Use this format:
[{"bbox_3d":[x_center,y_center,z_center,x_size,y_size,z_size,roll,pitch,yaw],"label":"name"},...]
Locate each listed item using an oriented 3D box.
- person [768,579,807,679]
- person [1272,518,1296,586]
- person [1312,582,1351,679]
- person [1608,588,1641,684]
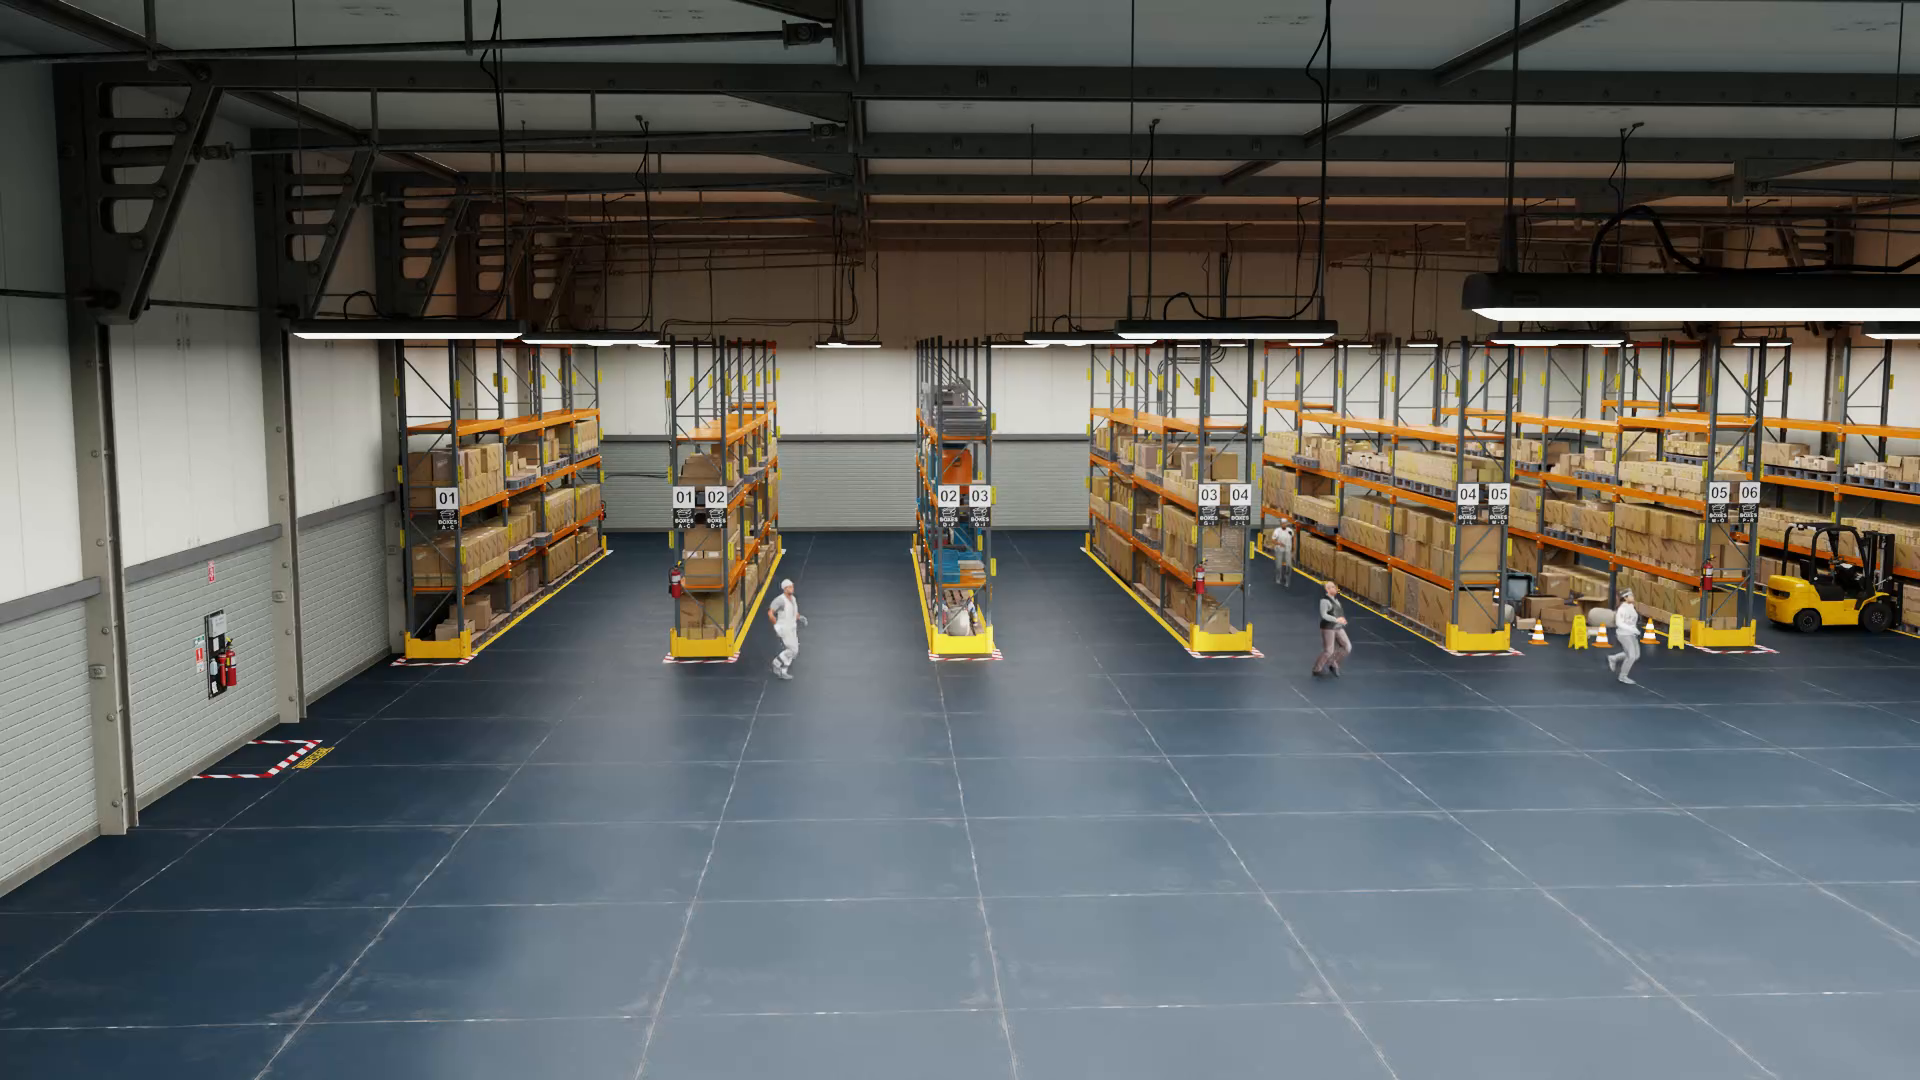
[{"bbox_3d":[-2.990,1.557,29.052,0.583,1.749,0.668,3,7,25],"label":"person"},{"bbox_3d":[7.911,0.314,40.591,0.619,1.711,0.691,0,6,0],"label":"person"},{"bbox_3d":[6.510,1.582,29.102,0.667,1.718,0.659,6,9,42],"label":"person"},{"bbox_3d":[11.526,1.643,28.817,0.579,1.664,0.652,5,8,38],"label":"person"}]
